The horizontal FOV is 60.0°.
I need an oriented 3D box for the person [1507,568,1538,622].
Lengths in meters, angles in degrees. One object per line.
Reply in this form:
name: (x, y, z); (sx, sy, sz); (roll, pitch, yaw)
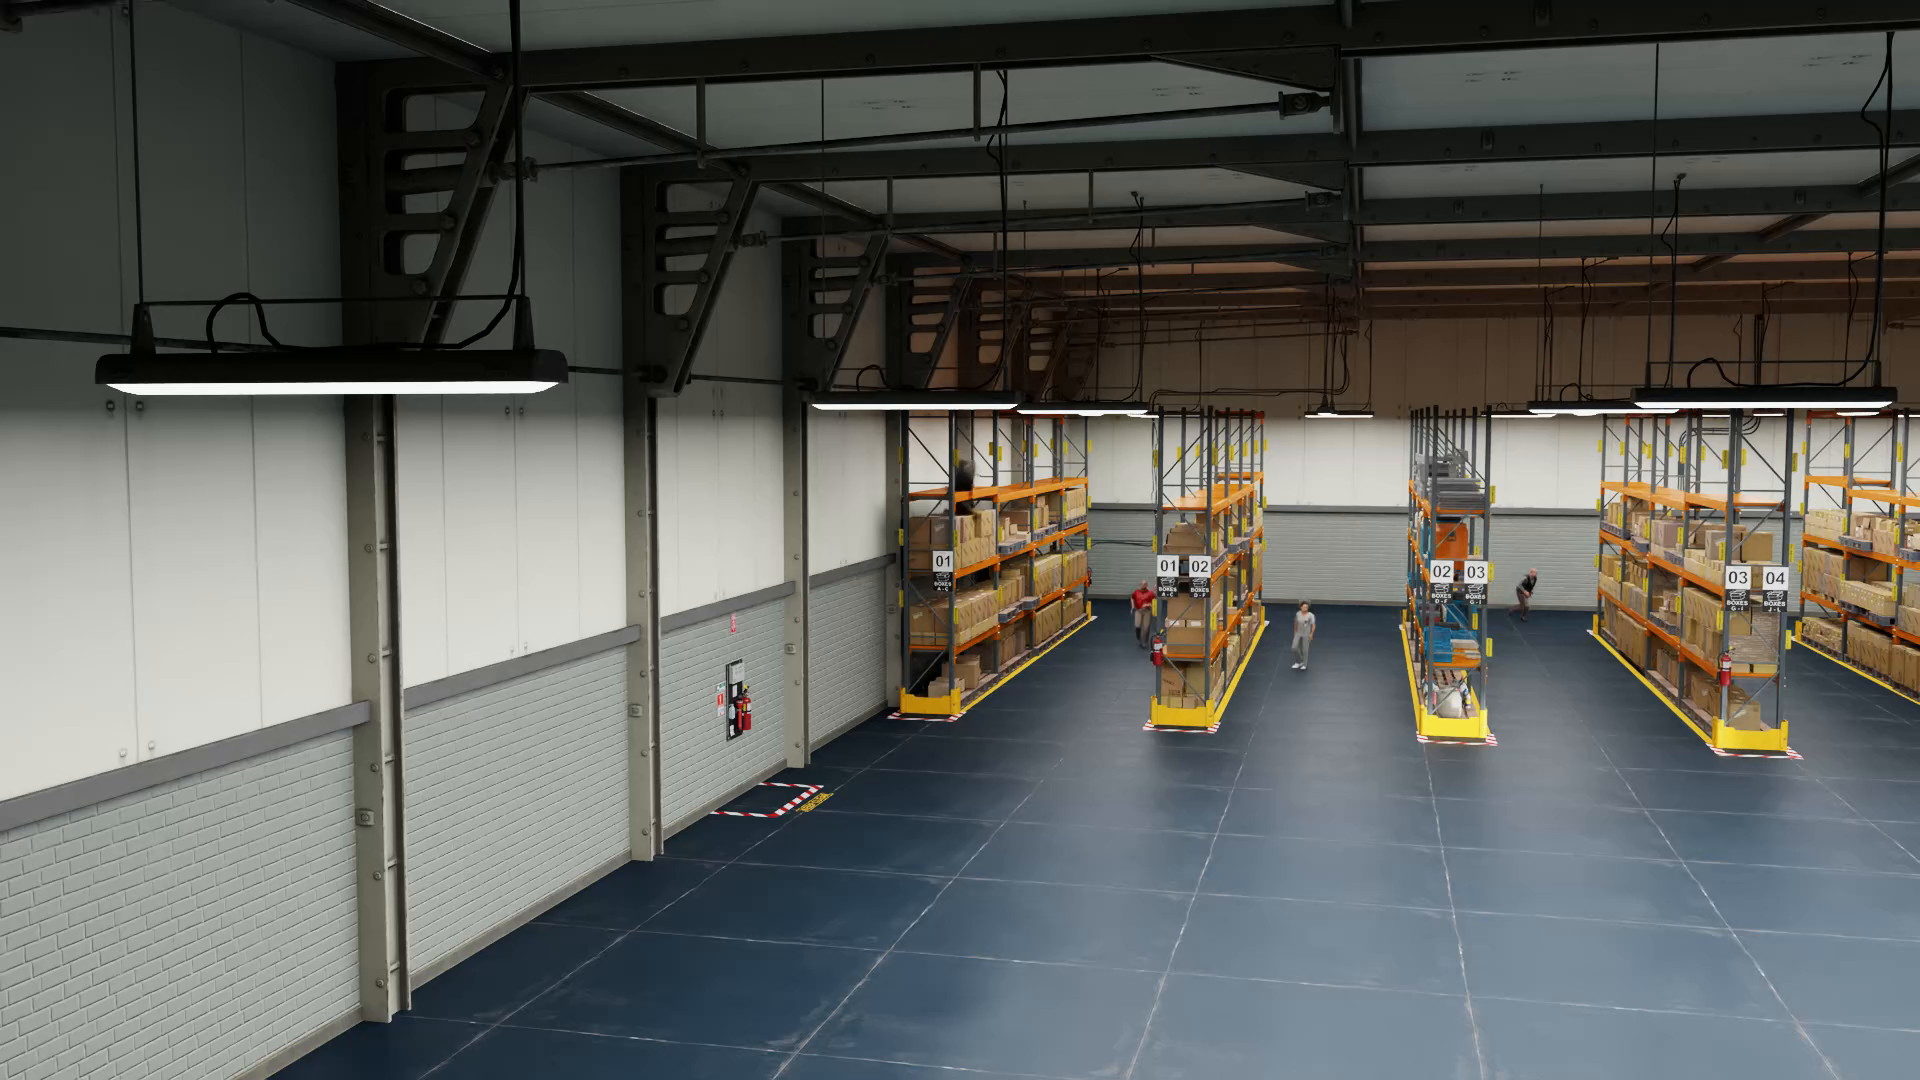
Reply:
person: (16.065, 1.552, 47.478); (0.665, 1.546, 0.967); (-3, 5, -37)

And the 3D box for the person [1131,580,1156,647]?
person: (4.603, 1.863, 41.904); (0.647, 1.700, 0.655); (1, 4, 11)

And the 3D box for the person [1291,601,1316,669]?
person: (7.861, 2.178, 37.996); (0.558, 1.617, 0.698); (2, 4, 22)
